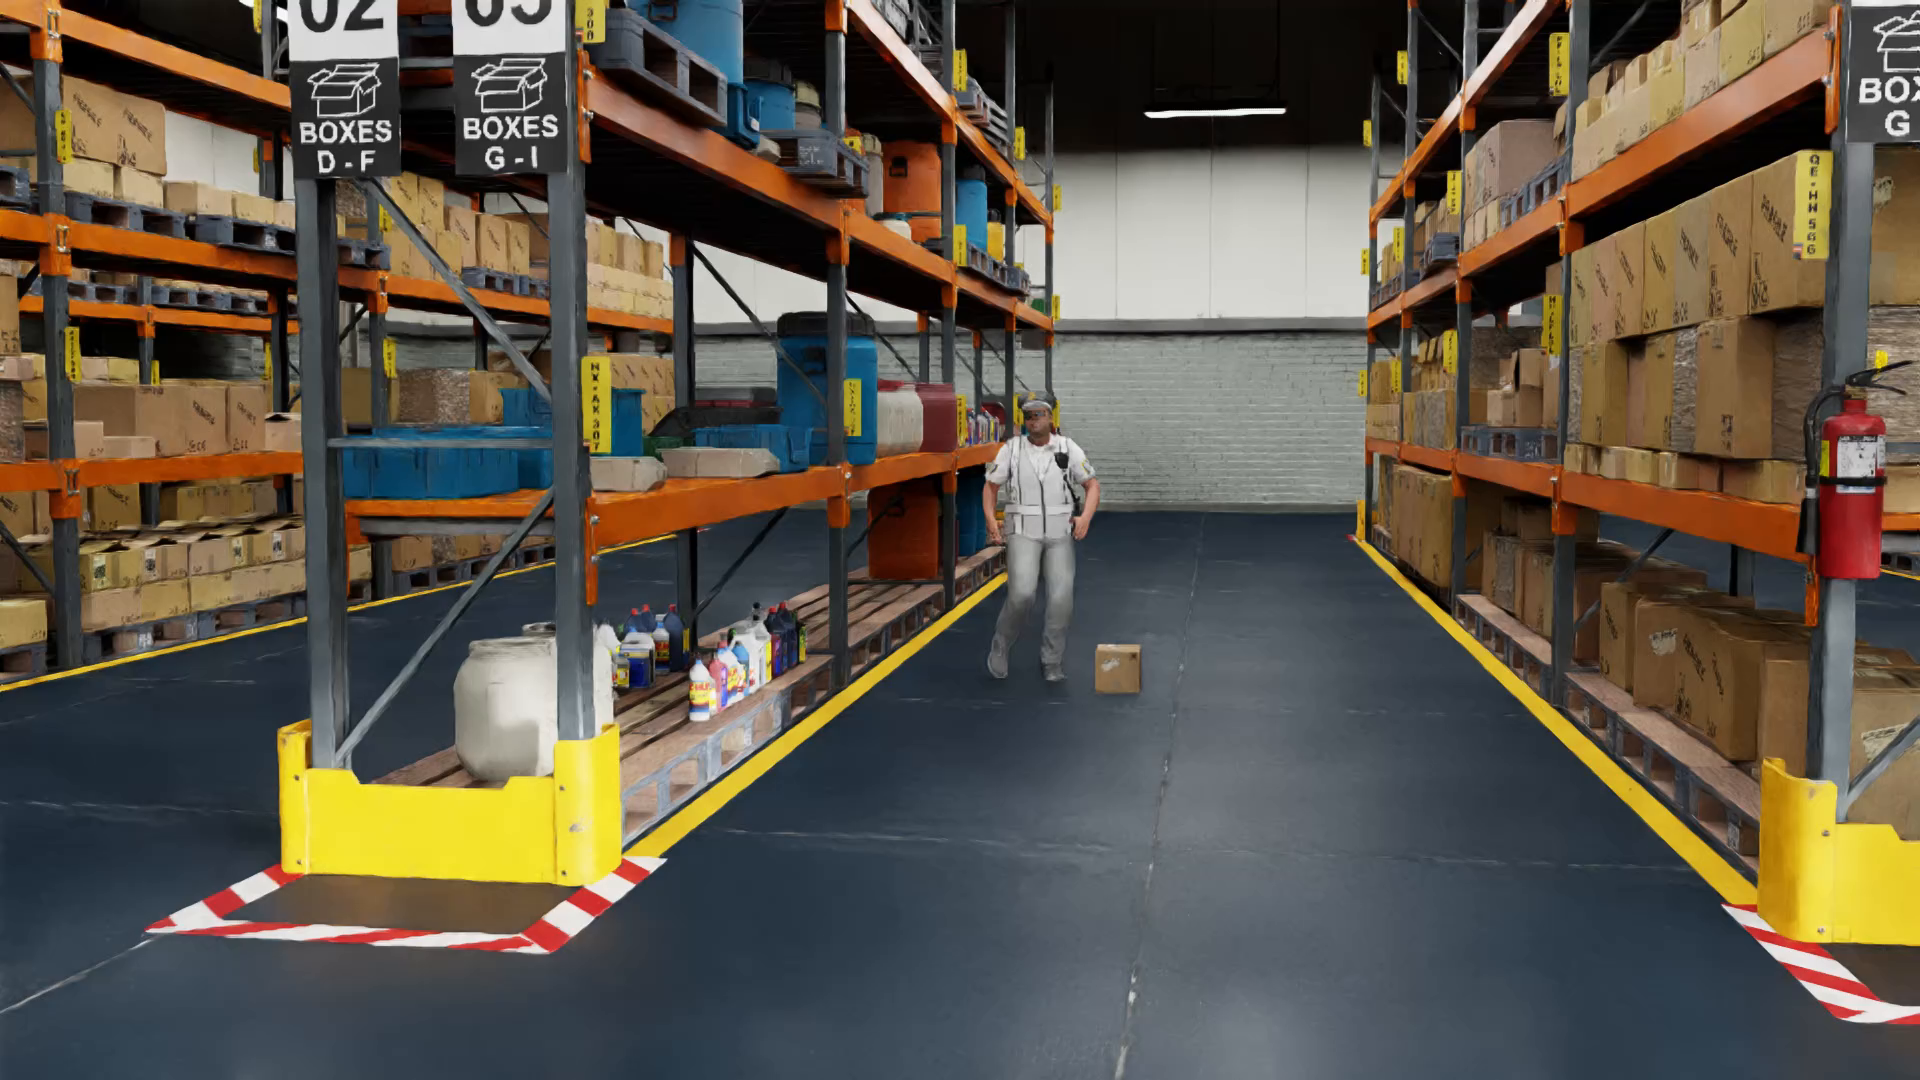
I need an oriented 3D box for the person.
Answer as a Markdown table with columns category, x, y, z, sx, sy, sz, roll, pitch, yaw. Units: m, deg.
| category | x | y | z | sx | sy | sz | roll | pitch | yaw |
| --- | --- | --- | --- | --- | --- | --- | --- | --- | --- |
| person | 0.517 | -0.025 | 9.999 | 0.694 | 1.753 | 0.522 | -1 | 5 | -10 |
